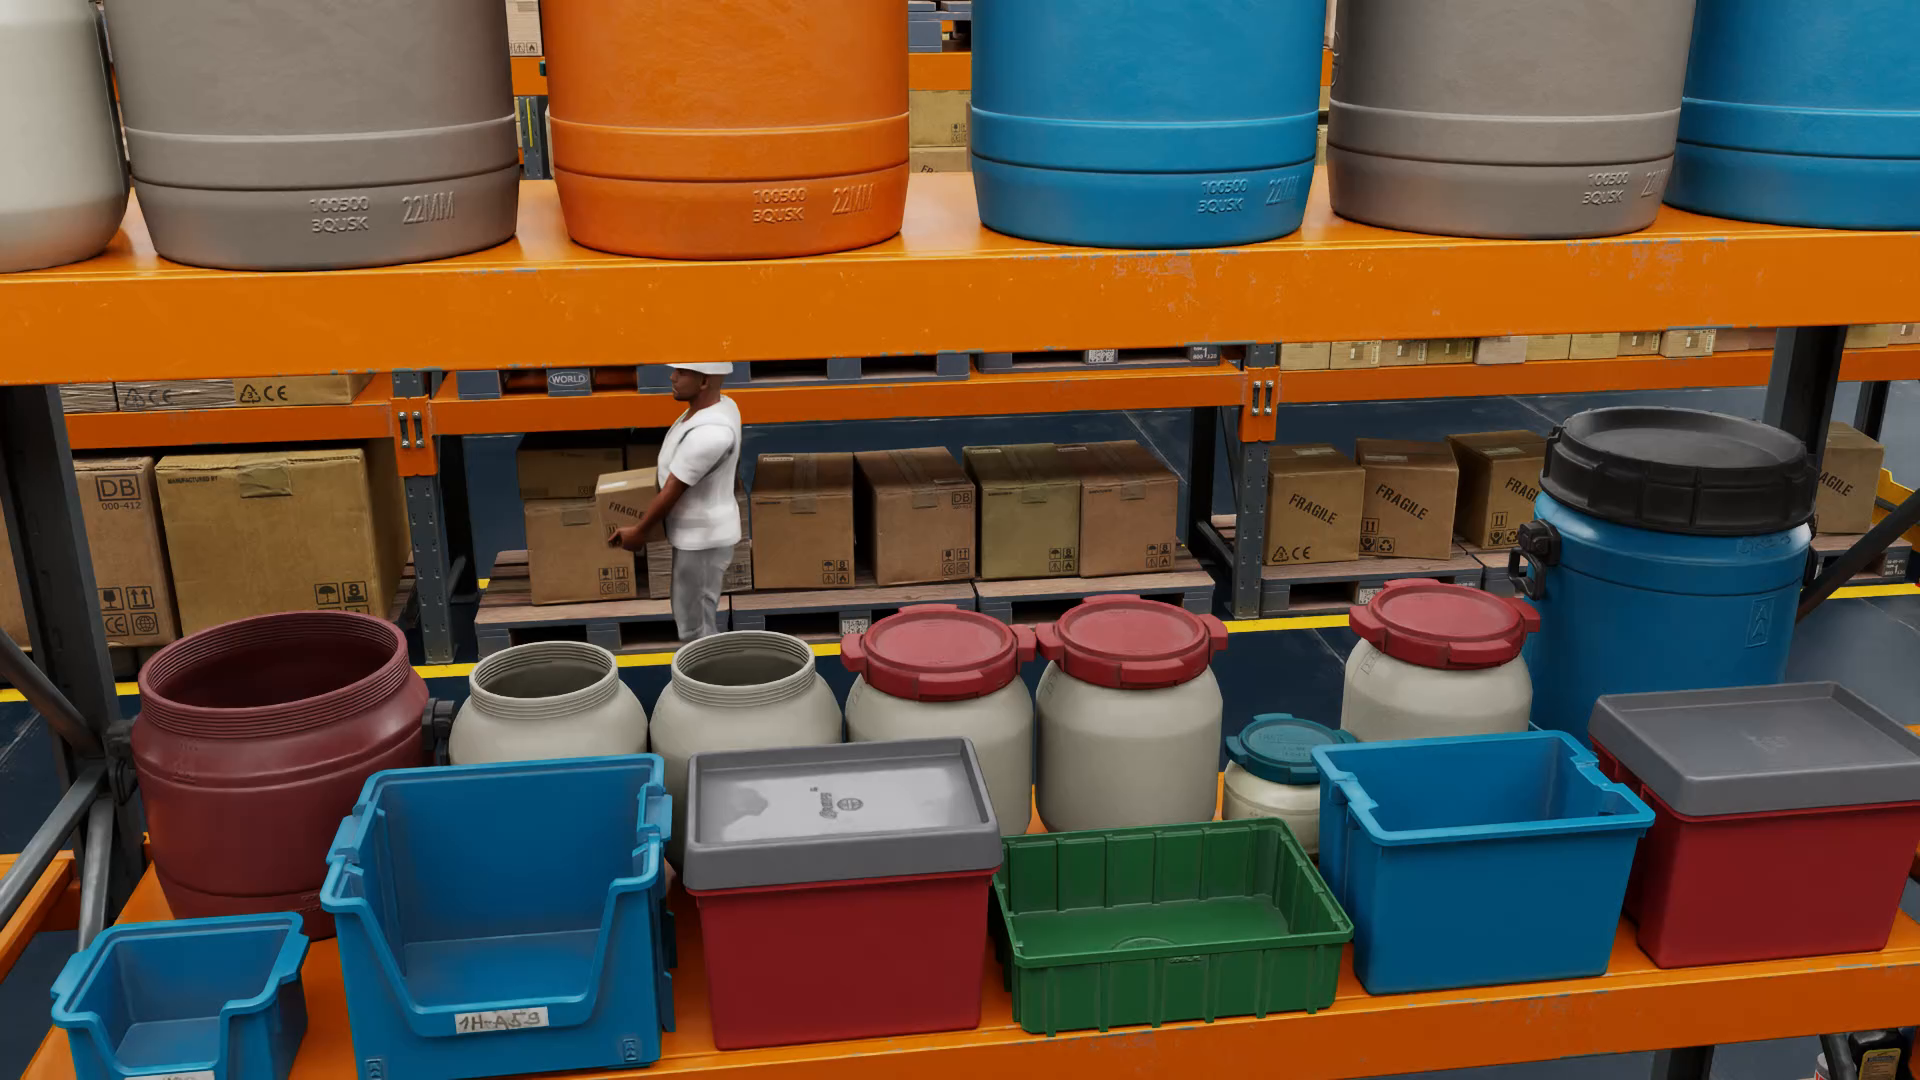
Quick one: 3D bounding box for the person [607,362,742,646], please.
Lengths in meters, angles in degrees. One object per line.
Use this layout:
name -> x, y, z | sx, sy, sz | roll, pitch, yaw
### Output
person -> -1.192, 0.000, 7.044 | 0.572, 1.761, 0.504 | -2, 20, -7
